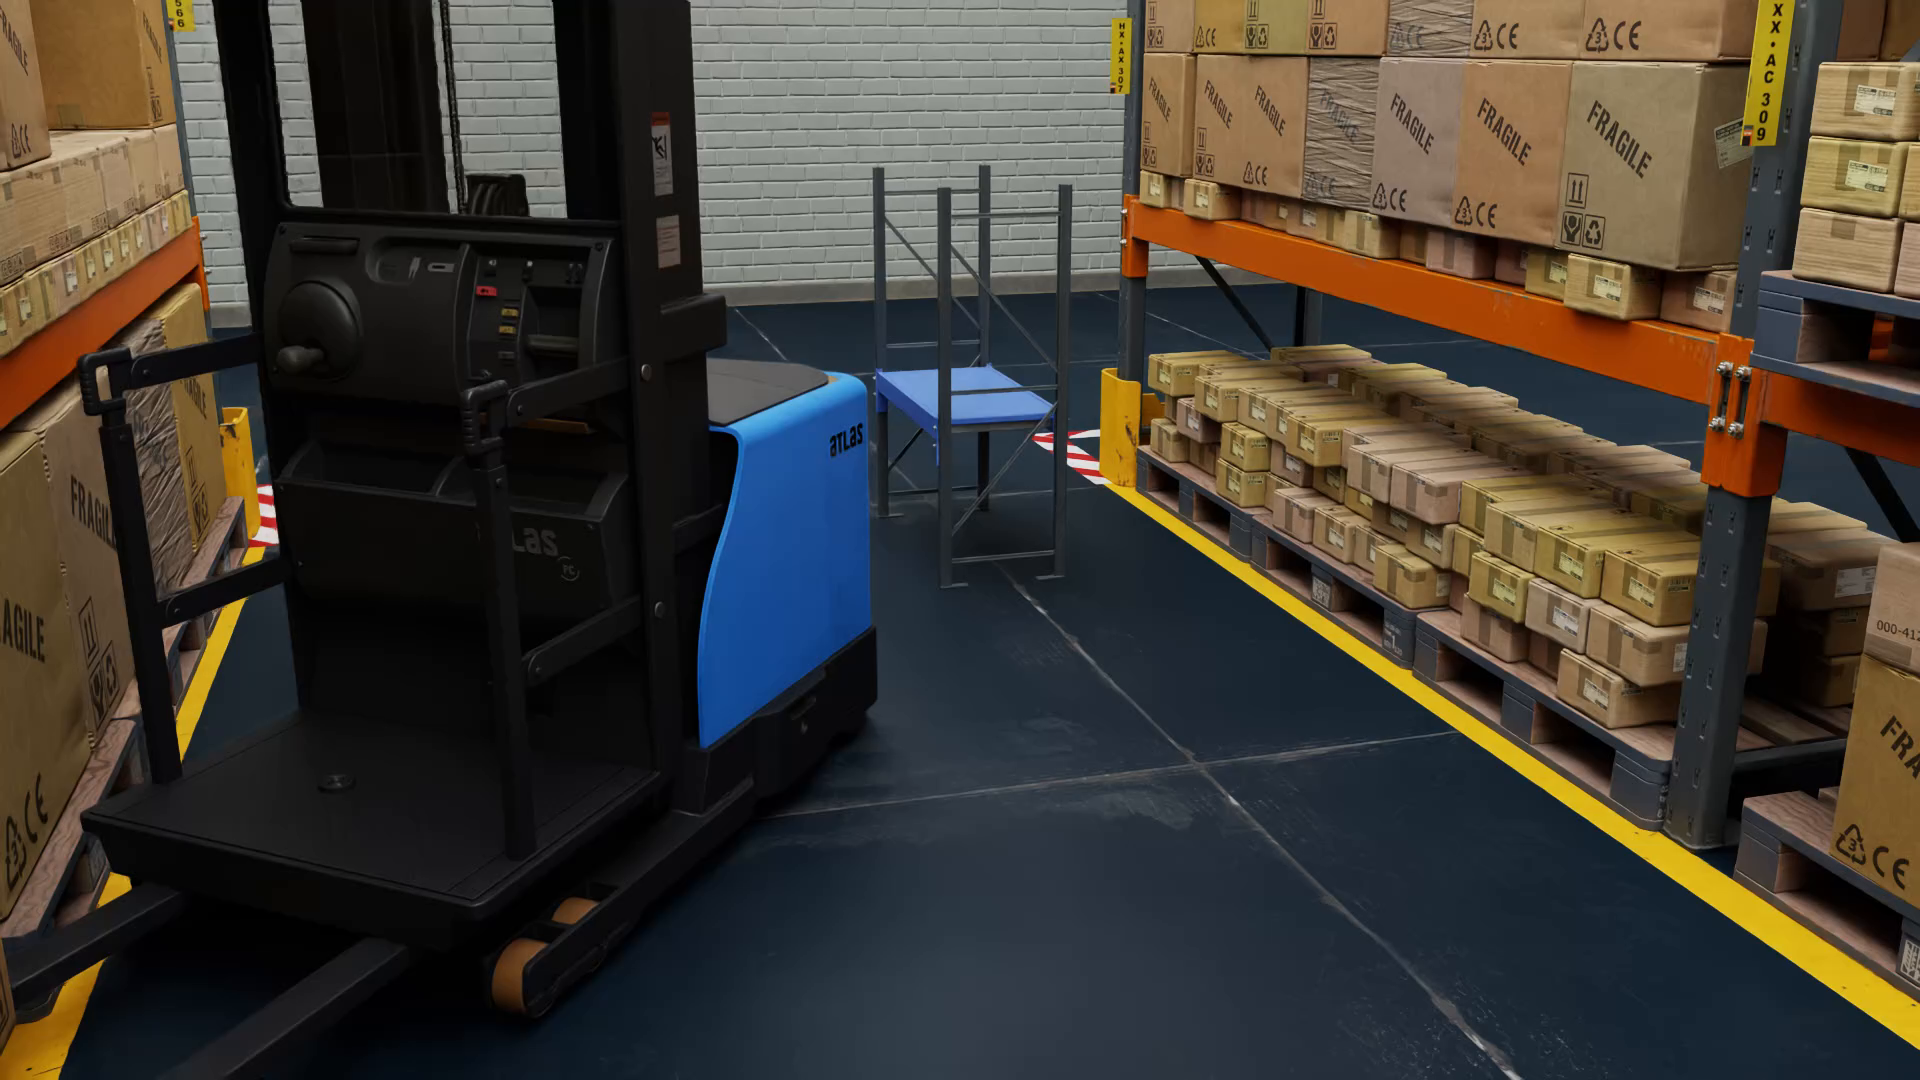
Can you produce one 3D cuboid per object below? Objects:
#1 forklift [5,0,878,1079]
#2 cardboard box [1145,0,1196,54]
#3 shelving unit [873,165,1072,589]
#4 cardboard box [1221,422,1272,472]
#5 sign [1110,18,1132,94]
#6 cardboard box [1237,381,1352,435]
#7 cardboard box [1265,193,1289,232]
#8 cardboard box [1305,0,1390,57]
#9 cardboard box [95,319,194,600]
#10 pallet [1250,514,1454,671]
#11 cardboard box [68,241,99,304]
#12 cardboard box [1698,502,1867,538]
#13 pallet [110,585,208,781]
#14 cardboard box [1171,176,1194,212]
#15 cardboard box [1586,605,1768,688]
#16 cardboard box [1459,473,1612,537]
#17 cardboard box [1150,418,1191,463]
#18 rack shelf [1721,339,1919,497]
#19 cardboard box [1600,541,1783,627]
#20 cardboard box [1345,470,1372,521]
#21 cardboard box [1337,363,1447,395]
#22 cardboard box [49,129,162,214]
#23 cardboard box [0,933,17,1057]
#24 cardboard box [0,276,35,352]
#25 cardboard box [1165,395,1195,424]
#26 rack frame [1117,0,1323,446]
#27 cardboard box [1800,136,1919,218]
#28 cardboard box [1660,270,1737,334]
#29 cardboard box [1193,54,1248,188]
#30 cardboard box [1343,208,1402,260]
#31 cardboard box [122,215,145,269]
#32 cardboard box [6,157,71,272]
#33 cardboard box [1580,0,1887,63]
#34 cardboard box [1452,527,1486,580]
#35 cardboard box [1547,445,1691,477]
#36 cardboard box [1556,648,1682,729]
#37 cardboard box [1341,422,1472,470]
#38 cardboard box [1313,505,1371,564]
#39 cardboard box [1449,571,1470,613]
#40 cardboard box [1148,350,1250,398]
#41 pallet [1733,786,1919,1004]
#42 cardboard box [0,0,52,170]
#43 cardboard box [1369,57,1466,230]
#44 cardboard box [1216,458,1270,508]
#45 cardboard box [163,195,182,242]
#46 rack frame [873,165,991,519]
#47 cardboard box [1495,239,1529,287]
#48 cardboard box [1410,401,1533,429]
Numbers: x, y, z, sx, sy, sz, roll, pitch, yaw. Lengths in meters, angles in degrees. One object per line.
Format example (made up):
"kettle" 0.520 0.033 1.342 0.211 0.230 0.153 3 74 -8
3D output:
"forklift" -1.278 -0.520 3.589 1.130 2.935 3.031 7 18 21
"cardboard box" 1.112 -2.317 7.023 0.500 0.500 0.500 -5 17 -16
"shelving unit" 0.023 -0.695 6.658 0.538 1.500 1.048 -5 17 -15
"cardboard box" 1.281 -0.385 6.730 0.380 0.149 0.250 -4 17 -14
"sign" 0.723 -2.165 7.439 0.100 0.325 0.005 -5 17 -15
"cardboard box" 1.347 -0.533 6.705 0.380 0.149 0.250 -6 18 -18
"cardboard box" 1.404 -1.273 6.414 0.380 0.149 0.250 -5 17 -16
"cardboard box" 1.522 -1.892 5.606 0.500 0.500 0.500 -5 18 -17
"cardboard box" -3.050 -0.190 5.333 0.875 0.875 0.875 -5 17 -15
"pallet" 1.786 0.128 6.159 1.003 0.211 1.213 -5 17 -15
"cardboard box" -2.645 -0.741 4.642 0.380 0.149 0.250 -5 17 -17
"cardboard box" 2.429 0.000 4.929 0.380 0.149 0.250 -4 17 -13
"pallet" -2.926 0.459 5.059 1.003 0.211 1.213 -5 17 -15
"cardboard box" 1.128 -1.490 7.135 0.380 0.149 0.250 -4 17 -13
"cardboard box" 1.951 0.273 4.537 0.380 0.149 0.250 -4 17 -14
"cardboard box" 1.816 -0.099 5.258 0.380 0.149 0.250 -4 17 -13
"cardboard box" 1.081 -0.458 7.490 0.380 0.149 0.250 -4 17 -14
"rack shelf" 2.893 0.211 2.285 1.077 0.370 4.000 -5 17 -15
"cardboard box" 1.996 0.115 4.547 0.380 0.149 0.250 -4 17 -14
"cardboard box" 1.624 -0.172 6.020 0.380 0.149 0.250 -4 17 -13
"cardboard box" 1.841 -0.652 7.099 0.380 0.149 0.250 -5 17 -16
"cardboard box" -3.025 -1.246 5.630 0.500 0.250 0.500 -5 17 -16
"cardboard box" -2.258 0.670 2.472 1.225 0.875 0.875 -5 17 -15
"cardboard box" -2.434 -0.528 3.933 0.380 0.149 0.250 -5 17 -17
"cardboard box" 1.141 -0.606 7.464 0.380 0.149 0.250 -4 17 -13
"rack frame" 1.244 -1.793 7.707 1.000 3.000 0.127 -5 17 -15
"cardboard box" 2.010 -0.764 3.473 0.380 0.149 0.250 -4 17 -14
"cardboard box" 2.040 -0.627 4.261 0.380 0.149 0.250 -5 17 -16
"cardboard box" 1.274 -1.691 6.677 0.500 0.500 0.500 -5 17 -15
"cardboard box" 1.541 -1.053 5.682 0.380 0.149 0.250 -4 17 -14
"cardboard box" -2.856 -0.954 5.349 0.380 0.149 0.250 -5 17 -16
"cardboard box" -2.610 -0.824 4.226 0.500 0.250 0.500 -4 17 -14
"cardboard box" 1.954 -1.464 4.184 0.500 0.500 0.500 -5 18 -17
"cardboard box" 1.800 0.050 5.281 0.380 0.149 0.250 -5 17 -15
"cardboard box" 2.228 -0.213 5.639 0.380 0.149 0.250 -4 17 -14
"cardboard box" 1.908 0.396 4.645 0.380 0.149 0.250 -4 17 -15
"cardboard box" 1.603 -0.317 5.986 0.380 0.149 0.250 -5 17 -15
"cardboard box" 1.519 -0.032 6.069 0.380 0.149 0.250 -5 17 -15
"cardboard box" 1.827 0.167 5.407 0.380 0.149 0.250 -5 17 -17
"cardboard box" 1.062 -0.742 7.399 0.380 0.149 0.250 -6 18 -18
"pallet" 2.559 0.864 3.708 1.003 0.211 1.213 -5 17 -15
"cardboard box" -2.614 -1.185 4.124 0.500 0.500 0.500 -5 18 -17
"cardboard box" 1.662 -1.270 5.274 0.500 0.500 0.500 -5 17 -16
"cardboard box" 1.271 -0.245 6.779 0.380 0.149 0.250 -4 17 -15
"cardboard box" -3.065 -1.164 6.050 0.380 0.149 0.250 -5 17 -15
"rack frame" -0.116 -0.835 7.126 0.500 1.500 0.032 -5 17 -15
"cardboard box" 1.844 -0.845 4.987 0.380 0.149 0.250 -5 17 -17
"cardboard box" 1.944 -0.423 6.339 0.380 0.149 0.250 -5 18 -17
